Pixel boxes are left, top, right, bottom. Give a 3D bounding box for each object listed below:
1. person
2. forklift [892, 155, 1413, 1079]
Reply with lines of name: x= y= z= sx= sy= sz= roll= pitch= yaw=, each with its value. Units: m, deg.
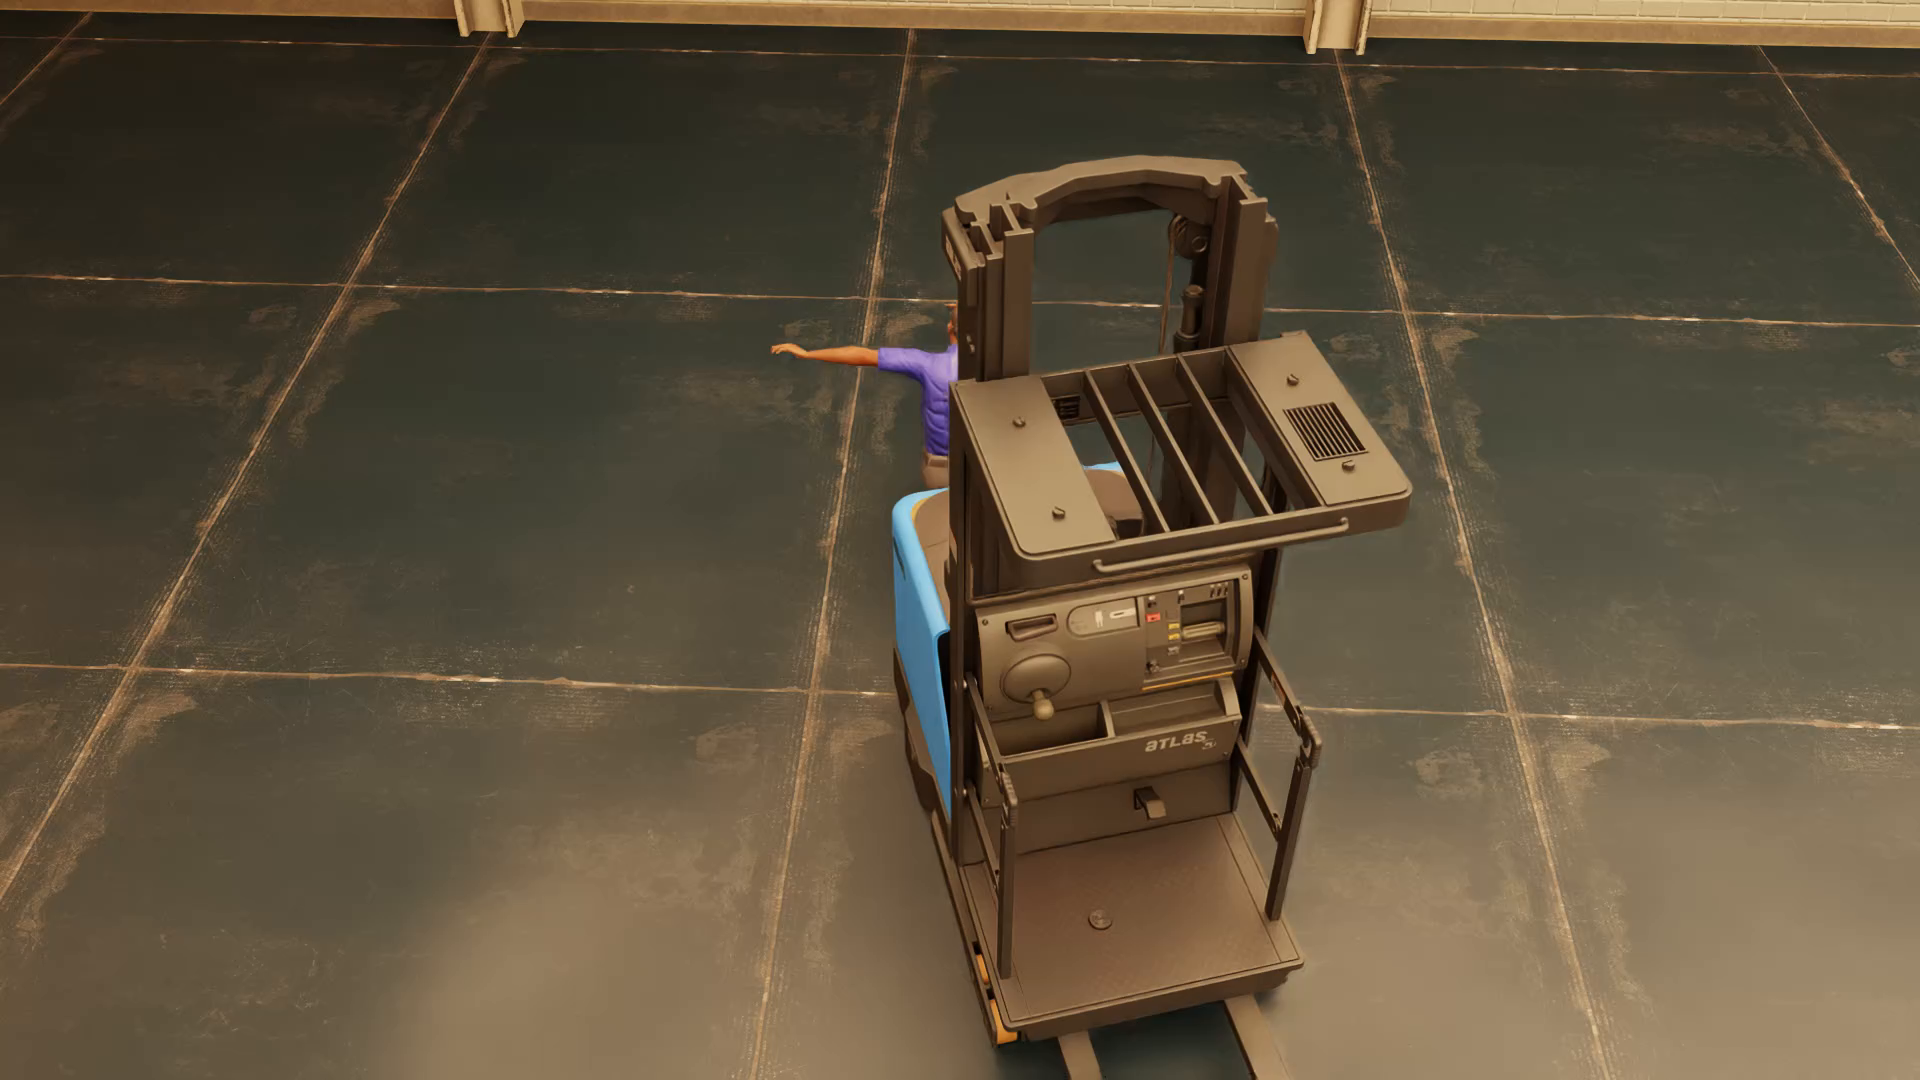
person: x=-0.086 y=-0.498 z=7.496 sx=1.414 sy=1.347 sz=0.682 roll=5 pitch=43 yaw=5
forklift: x=0.566 y=0.423 z=5.278 sx=1.130 sy=2.935 sz=3.031 roll=-9 pitch=43 yaw=-10
